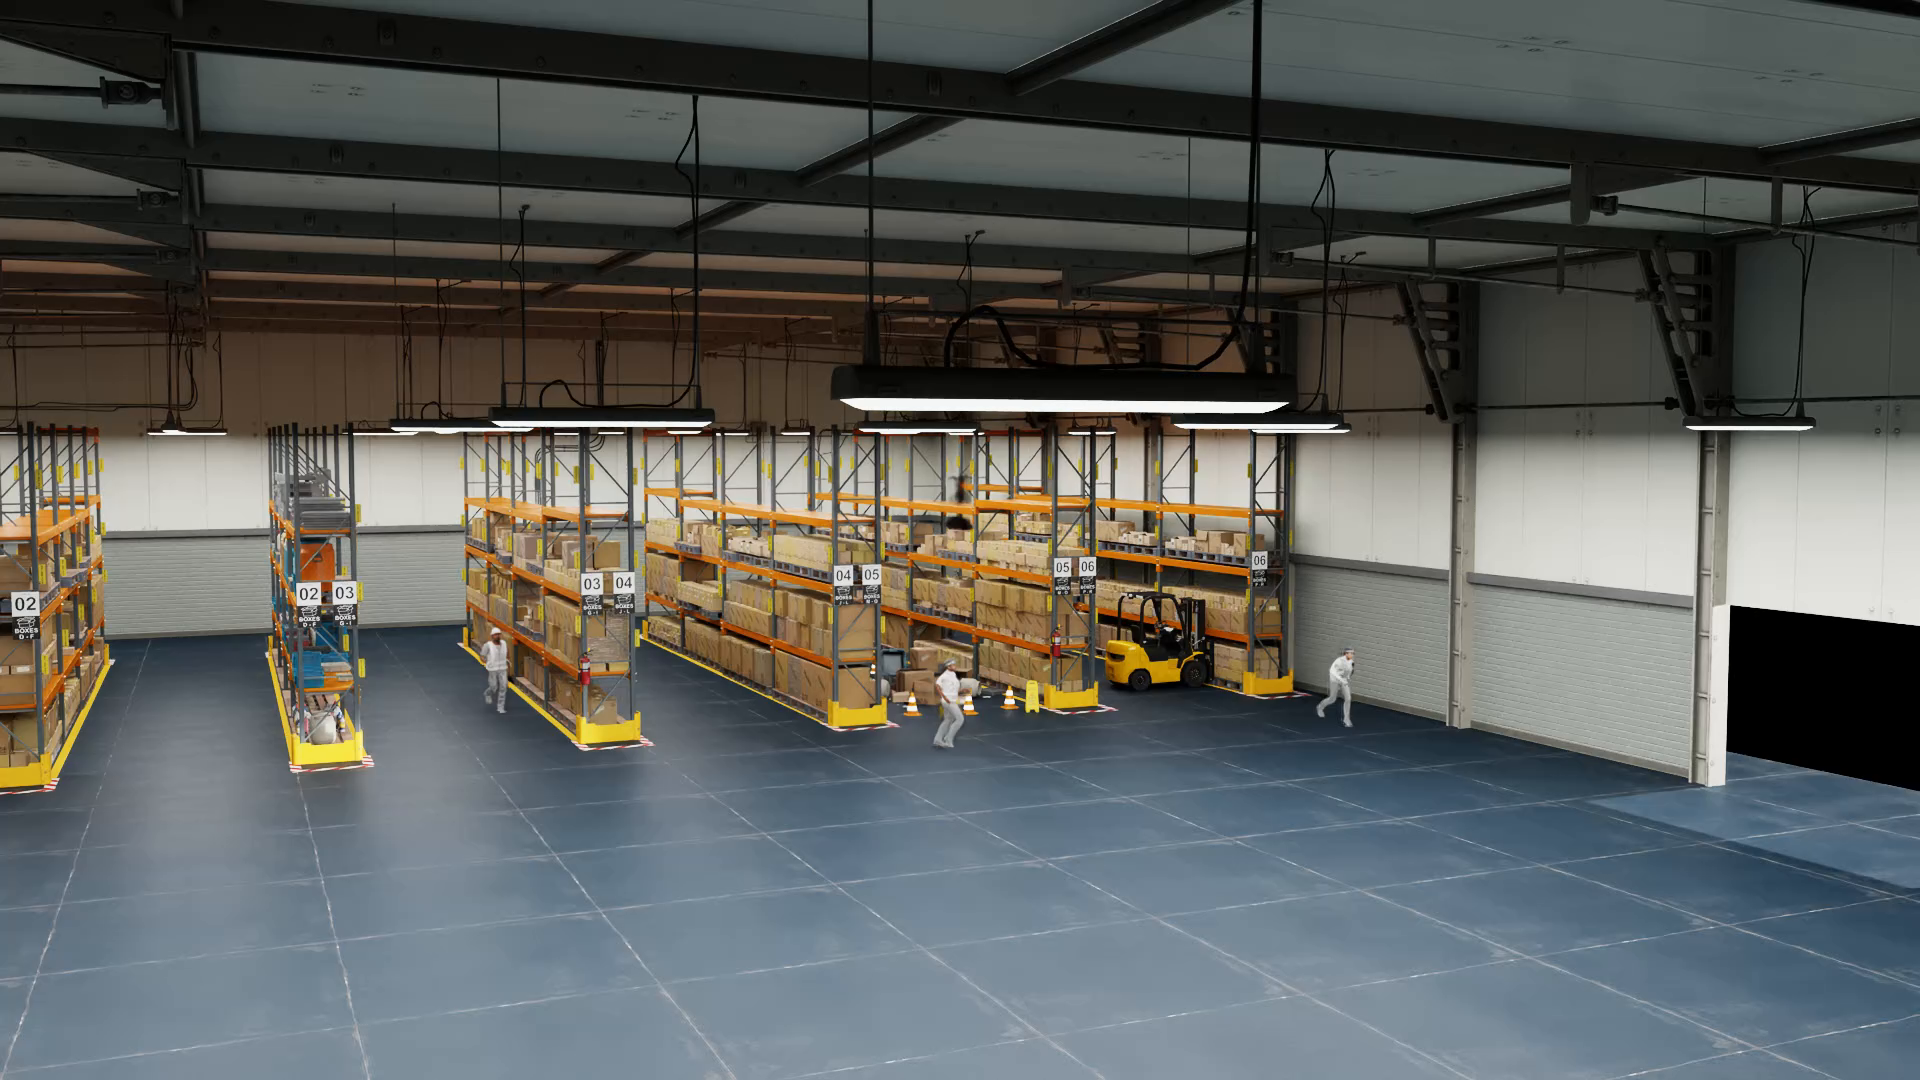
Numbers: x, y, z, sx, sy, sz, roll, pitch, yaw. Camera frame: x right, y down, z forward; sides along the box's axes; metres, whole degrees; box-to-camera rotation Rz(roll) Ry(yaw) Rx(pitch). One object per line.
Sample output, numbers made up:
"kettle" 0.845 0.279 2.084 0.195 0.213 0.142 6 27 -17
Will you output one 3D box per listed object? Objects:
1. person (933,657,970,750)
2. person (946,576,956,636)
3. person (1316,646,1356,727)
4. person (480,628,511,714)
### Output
"person" -0.162 3.012 30.696 0.681 1.708 0.549 1 4 10
"person" -0.385 1.913 48.168 0.690 1.733 0.715 -3 5 -42
"person" 7.558 2.906 33.406 0.654 1.627 0.978 -3 4 -37
"person" -9.700 2.722 34.810 0.682 1.765 0.849 -3 4 -36
